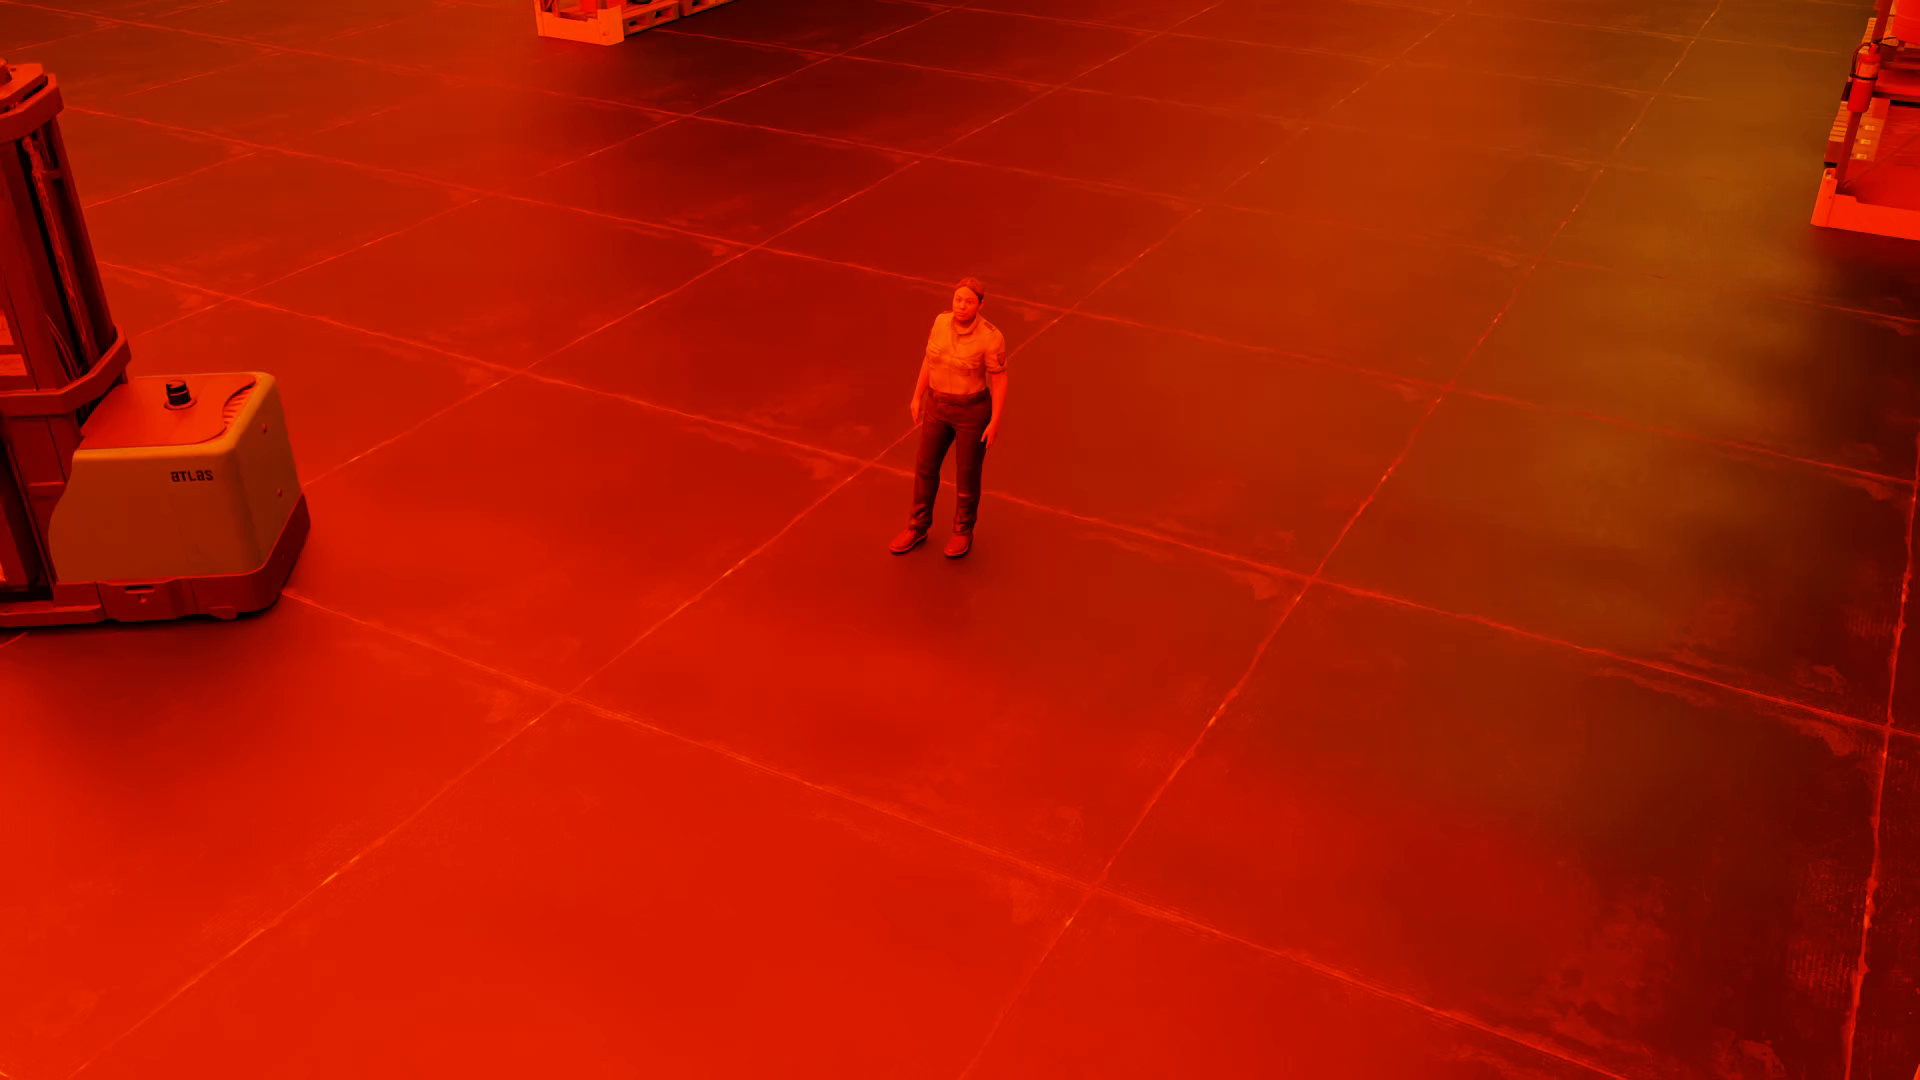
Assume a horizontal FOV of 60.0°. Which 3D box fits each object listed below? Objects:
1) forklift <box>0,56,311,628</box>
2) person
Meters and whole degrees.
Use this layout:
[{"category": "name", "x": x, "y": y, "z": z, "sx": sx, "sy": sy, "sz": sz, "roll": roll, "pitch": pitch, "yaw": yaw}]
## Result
[{"category": "forklift", "x": -5.368, "y": -1.002, "z": 8.807, "sx": 3.031, "sy": 2.935, "sz": 1.130, "roll": -3, "pitch": 30, "yaw": -5}, {"category": "person", "x": -0.064, "y": -0.686, "z": 9.529, "sx": 0.598, "sy": 1.651, "sz": 0.502, "roll": 15, "pitch": 33, "yaw": 25}]
